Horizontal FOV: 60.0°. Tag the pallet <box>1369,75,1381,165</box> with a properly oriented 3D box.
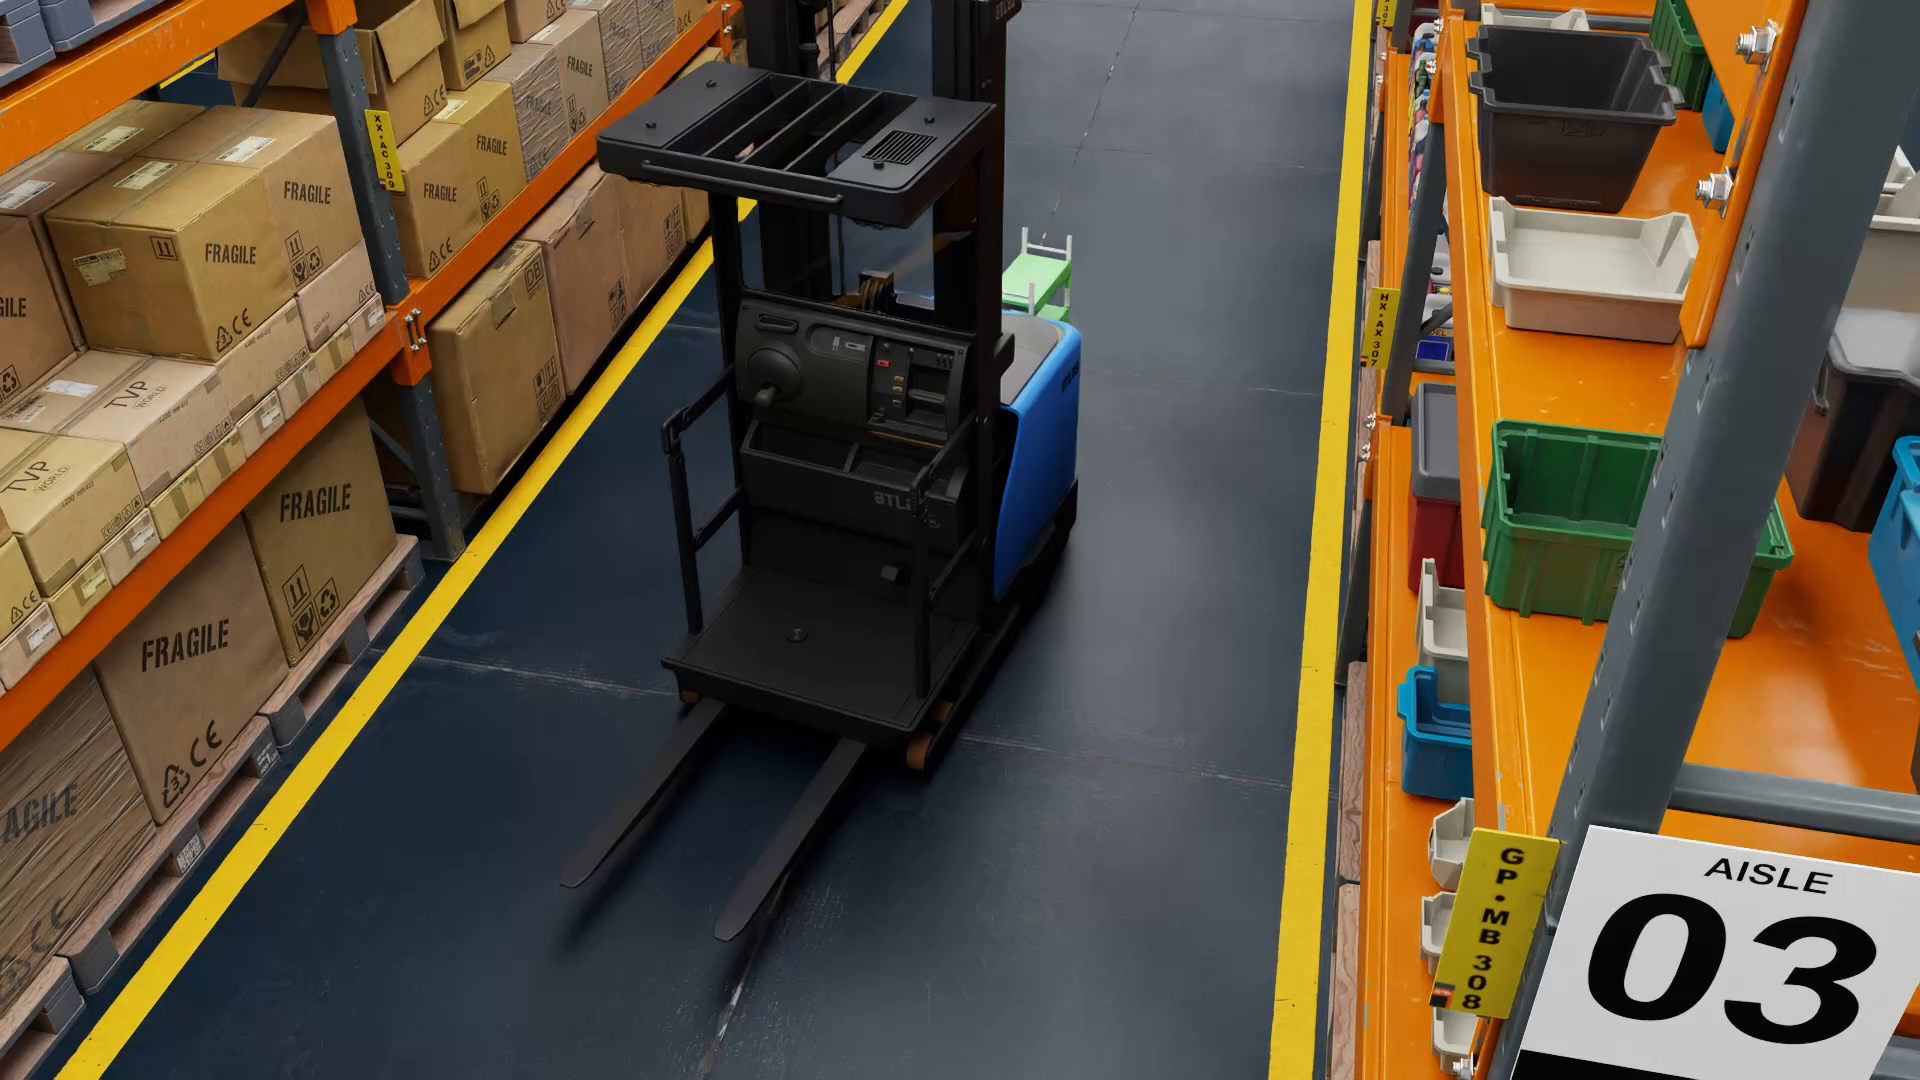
[{"bbox_3d":[3.375,-2.881,11.546,1.003,0.211,1.213,7,37,10],"label":"pallet"}]

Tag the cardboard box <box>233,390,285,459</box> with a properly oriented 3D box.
[{"bbox_3d":[-2.694,-0.442,6.018,0.380,0.149,0.250,8,37,11],"label":"cardboard box"}]

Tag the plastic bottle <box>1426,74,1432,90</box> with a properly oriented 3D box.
[{"bbox_3d":[2.410,-2.278,8.447,0.097,0.271,0.097,0,36,0],"label":"plastic bottle"}]

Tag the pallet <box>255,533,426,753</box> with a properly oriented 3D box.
[{"bbox_3d":[-3.023,0.354,7.082,1.003,0.211,1.213,7,37,10],"label":"pallet"}]

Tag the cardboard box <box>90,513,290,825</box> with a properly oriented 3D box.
[{"bbox_3d":[-3.195,0.373,6.132,0.875,0.875,0.875,7,37,10],"label":"cardboard box"}]

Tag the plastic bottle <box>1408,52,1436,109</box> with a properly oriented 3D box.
[{"bbox_3d":[2.402,-2.351,8.543,0.152,0.276,0.135,7,37,10],"label":"plastic bottle"}]

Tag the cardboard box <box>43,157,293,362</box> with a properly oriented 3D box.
[{"bbox_3d":[-2.732,-0.981,5.783,0.500,0.500,0.500,8,37,10],"label":"cardboard box"}]

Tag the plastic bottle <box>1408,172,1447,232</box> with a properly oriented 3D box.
[{"bbox_3d":[2.087,-1.506,7.377,0.152,0.276,0.135,7,37,10],"label":"plastic bottle"}]

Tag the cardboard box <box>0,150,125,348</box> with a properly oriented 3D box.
[{"bbox_3d":[-3.249,-1.041,5.866,0.500,0.500,0.500,7,37,10],"label":"cardboard box"}]

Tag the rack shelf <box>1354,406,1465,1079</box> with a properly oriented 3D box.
[{"bbox_3d":[1.628,0.857,4.624,1.077,0.370,4.000,7,37,10],"label":"rack shelf"}]

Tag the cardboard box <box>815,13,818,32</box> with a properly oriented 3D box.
[{"bbox_3d":[-1.467,-4.013,12.486,0.700,0.500,0.500,4,36,6],"label":"cardboard box"}]

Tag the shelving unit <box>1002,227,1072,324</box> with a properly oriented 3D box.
[{"bbox_3d":[0.308,-0.800,7.831,0.258,1.200,0.503,14,38,18],"label":"shelving unit"}]

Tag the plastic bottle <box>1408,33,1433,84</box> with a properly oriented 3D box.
[{"bbox_3d":[2.449,-2.551,8.824,0.097,0.271,0.097,0,36,0],"label":"plastic bottle"}]

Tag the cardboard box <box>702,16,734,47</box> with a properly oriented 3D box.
[{"bbox_3d":[-1.816,-3.352,10.935,0.500,0.250,0.500,9,37,12],"label":"cardboard box"}]

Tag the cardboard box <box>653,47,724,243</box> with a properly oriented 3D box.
[{"bbox_3d":[-2.097,-2.411,9.974,1.225,0.875,0.875,6,36,8],"label":"cardboard box"}]

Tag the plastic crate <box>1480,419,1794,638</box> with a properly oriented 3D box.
[{"bbox_3d":[1.132,-0.017,2.843,0.450,0.188,0.336,7,37,10],"label":"plastic crate"}]

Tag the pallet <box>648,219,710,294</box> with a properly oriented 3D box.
[{"bbox_3d":[-2.172,-1.923,10.224,1.003,0.211,1.213,7,37,10],"label":"pallet"}]

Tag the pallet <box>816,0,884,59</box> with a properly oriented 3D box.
[{"bbox_3d":[-1.240,-4.212,13.382,1.003,0.211,1.213,7,37,10],"label":"pallet"}]

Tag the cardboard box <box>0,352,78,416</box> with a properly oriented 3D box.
[{"bbox_3d":[-3.356,-0.443,5.679,0.500,0.250,0.500,8,37,11],"label":"cardboard box"}]

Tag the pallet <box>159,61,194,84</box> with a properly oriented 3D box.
[{"bbox_3d":[-6.511,-3.488,12.383,1.003,0.211,1.213,7,37,10],"label":"pallet"}]

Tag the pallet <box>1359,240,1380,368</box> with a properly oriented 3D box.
[{"bbox_3d":[2.781,-1.288,9.347,1.003,0.211,1.213,7,37,10],"label":"pallet"}]

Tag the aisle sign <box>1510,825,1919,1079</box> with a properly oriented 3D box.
[{"bbox_3d":[0.899,0.664,2.062,0.394,0.787,0.004,7,37,10],"label":"aisle sign"}]

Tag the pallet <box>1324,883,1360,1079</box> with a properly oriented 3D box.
[{"bbox_3d":[1.677,1.676,5.257,1.003,0.211,1.213,7,37,10],"label":"pallet"}]

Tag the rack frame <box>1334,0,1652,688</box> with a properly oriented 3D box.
[{"bbox_3d":[2.055,-0.581,5.995,1.000,3.000,0.127,7,37,10],"label":"rack frame"}]

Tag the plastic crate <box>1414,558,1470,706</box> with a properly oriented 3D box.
[{"bbox_3d":[1.549,0.295,4.836,0.437,0.282,0.530,7,37,10],"label":"plastic crate"}]

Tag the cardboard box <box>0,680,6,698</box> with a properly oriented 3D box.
[{"bbox_3d":[-3.022,0.442,4.798,0.380,0.149,0.250,7,36,9],"label":"cardboard box"}]

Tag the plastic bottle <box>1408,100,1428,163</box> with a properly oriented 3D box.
[{"bbox_3d":[2.210,-1.962,8.001,0.061,0.283,0.133,7,37,10],"label":"plastic bottle"}]

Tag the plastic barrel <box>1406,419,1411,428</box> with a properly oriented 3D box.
[{"bbox_3d":[2.339,-0.617,7.475,0.600,0.901,0.708,7,37,10],"label":"plastic barrel"}]

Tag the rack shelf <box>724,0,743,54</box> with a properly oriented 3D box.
[{"bbox_3d":[-1.502,-4.350,11.809,1.077,0.370,4.000,7,37,10],"label":"rack shelf"}]

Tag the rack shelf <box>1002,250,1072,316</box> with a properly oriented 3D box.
[{"bbox_3d":[0.308,-1.136,7.587,0.258,0.148,0.480,14,38,18],"label":"rack shelf"}]

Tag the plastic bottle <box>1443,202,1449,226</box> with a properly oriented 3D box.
[{"bbox_3d":[2.009,-1.296,7.087,0.152,0.276,0.135,7,37,10],"label":"plastic bottle"}]

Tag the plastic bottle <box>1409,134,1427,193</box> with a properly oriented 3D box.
[{"bbox_3d":[2.167,-1.760,7.665,0.144,0.351,0.185,7,37,10],"label":"plastic bottle"}]

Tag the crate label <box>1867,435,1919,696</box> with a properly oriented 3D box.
[{"bbox_3d":[1.713,0.070,2.668,0.408,0.251,0.502,7,37,10],"label":"crate label"}]

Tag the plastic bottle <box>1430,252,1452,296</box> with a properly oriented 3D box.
[{"bbox_3d":[1.901,-1.006,6.688,0.152,0.276,0.135,7,37,10],"label":"plastic bottle"}]

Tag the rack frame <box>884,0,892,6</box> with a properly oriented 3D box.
[{"bbox_3d":[-1.075,-5.788,13.180,1.000,3.000,0.127,7,37,10],"label":"rack frame"}]

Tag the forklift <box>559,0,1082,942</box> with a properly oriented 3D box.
[{"bbox_3d":[-0.494,-0.565,6.032,1.130,2.935,3.031,14,38,18],"label":"forklift"}]

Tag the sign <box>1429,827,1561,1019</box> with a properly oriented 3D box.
[{"bbox_3d":[0.660,0.481,2.064,0.100,0.325,0.005,7,37,10],"label":"sign"}]

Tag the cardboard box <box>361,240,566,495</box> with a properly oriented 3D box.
[{"bbox_3d":[-2.667,-0.881,7.862,1.225,0.875,0.875,7,37,10],"label":"cardboard box"}]

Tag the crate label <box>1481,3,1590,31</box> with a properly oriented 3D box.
[{"bbox_3d":[1.668,-1.444,4.855,0.293,0.136,0.466,7,37,10],"label":"crate label"}]

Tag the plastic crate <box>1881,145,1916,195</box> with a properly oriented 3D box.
[{"bbox_3d":[2.155,-0.912,4.120,0.293,0.136,0.466,7,37,10],"label":"plastic crate"}]

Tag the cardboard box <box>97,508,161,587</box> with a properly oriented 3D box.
[{"bbox_3d":[-2.859,-0.001,5.410,0.380,0.149,0.250,8,37,11],"label":"cardboard box"}]

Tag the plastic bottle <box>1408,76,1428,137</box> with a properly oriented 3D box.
[{"bbox_3d":[2.280,-2.150,8.260,0.061,0.283,0.133,7,37,10],"label":"plastic bottle"}]

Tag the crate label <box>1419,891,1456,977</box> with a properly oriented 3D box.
[{"bbox_3d":[1.309,0.978,4.019,0.396,0.136,0.243,7,37,10],"label":"crate label"}]

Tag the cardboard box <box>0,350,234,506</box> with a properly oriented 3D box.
[{"bbox_3d":[-2.839,-0.386,5.600,0.500,0.250,0.500,8,37,11],"label":"cardboard box"}]

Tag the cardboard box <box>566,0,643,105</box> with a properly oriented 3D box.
[{"bbox_3d":[-2.013,-2.638,8.749,0.500,0.500,0.500,6,36,8],"label":"cardboard box"}]

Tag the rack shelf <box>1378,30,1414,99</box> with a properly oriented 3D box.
[{"bbox_3d":[3.336,-3.729,10.952,1.077,0.370,4.000,7,37,10],"label":"rack shelf"}]

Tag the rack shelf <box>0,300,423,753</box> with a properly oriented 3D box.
[{"bbox_3d":[-3.211,0.236,5.481,1.077,0.370,4.000,7,37,10],"label":"rack shelf"}]

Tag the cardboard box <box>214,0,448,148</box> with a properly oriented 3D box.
[{"bbox_3d":[-2.656,-2.015,7.035,0.797,0.503,0.637,6,36,9],"label":"cardboard box"}]

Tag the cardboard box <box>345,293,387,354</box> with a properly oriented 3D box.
[{"bbox_3d":[-2.529,-0.884,6.628,0.380,0.149,0.250,8,37,10],"label":"cardboard box"}]

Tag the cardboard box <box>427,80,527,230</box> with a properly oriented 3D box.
[{"bbox_3d":[-2.335,-1.763,7.541,0.500,0.500,0.500,7,37,10],"label":"cardboard box"}]
